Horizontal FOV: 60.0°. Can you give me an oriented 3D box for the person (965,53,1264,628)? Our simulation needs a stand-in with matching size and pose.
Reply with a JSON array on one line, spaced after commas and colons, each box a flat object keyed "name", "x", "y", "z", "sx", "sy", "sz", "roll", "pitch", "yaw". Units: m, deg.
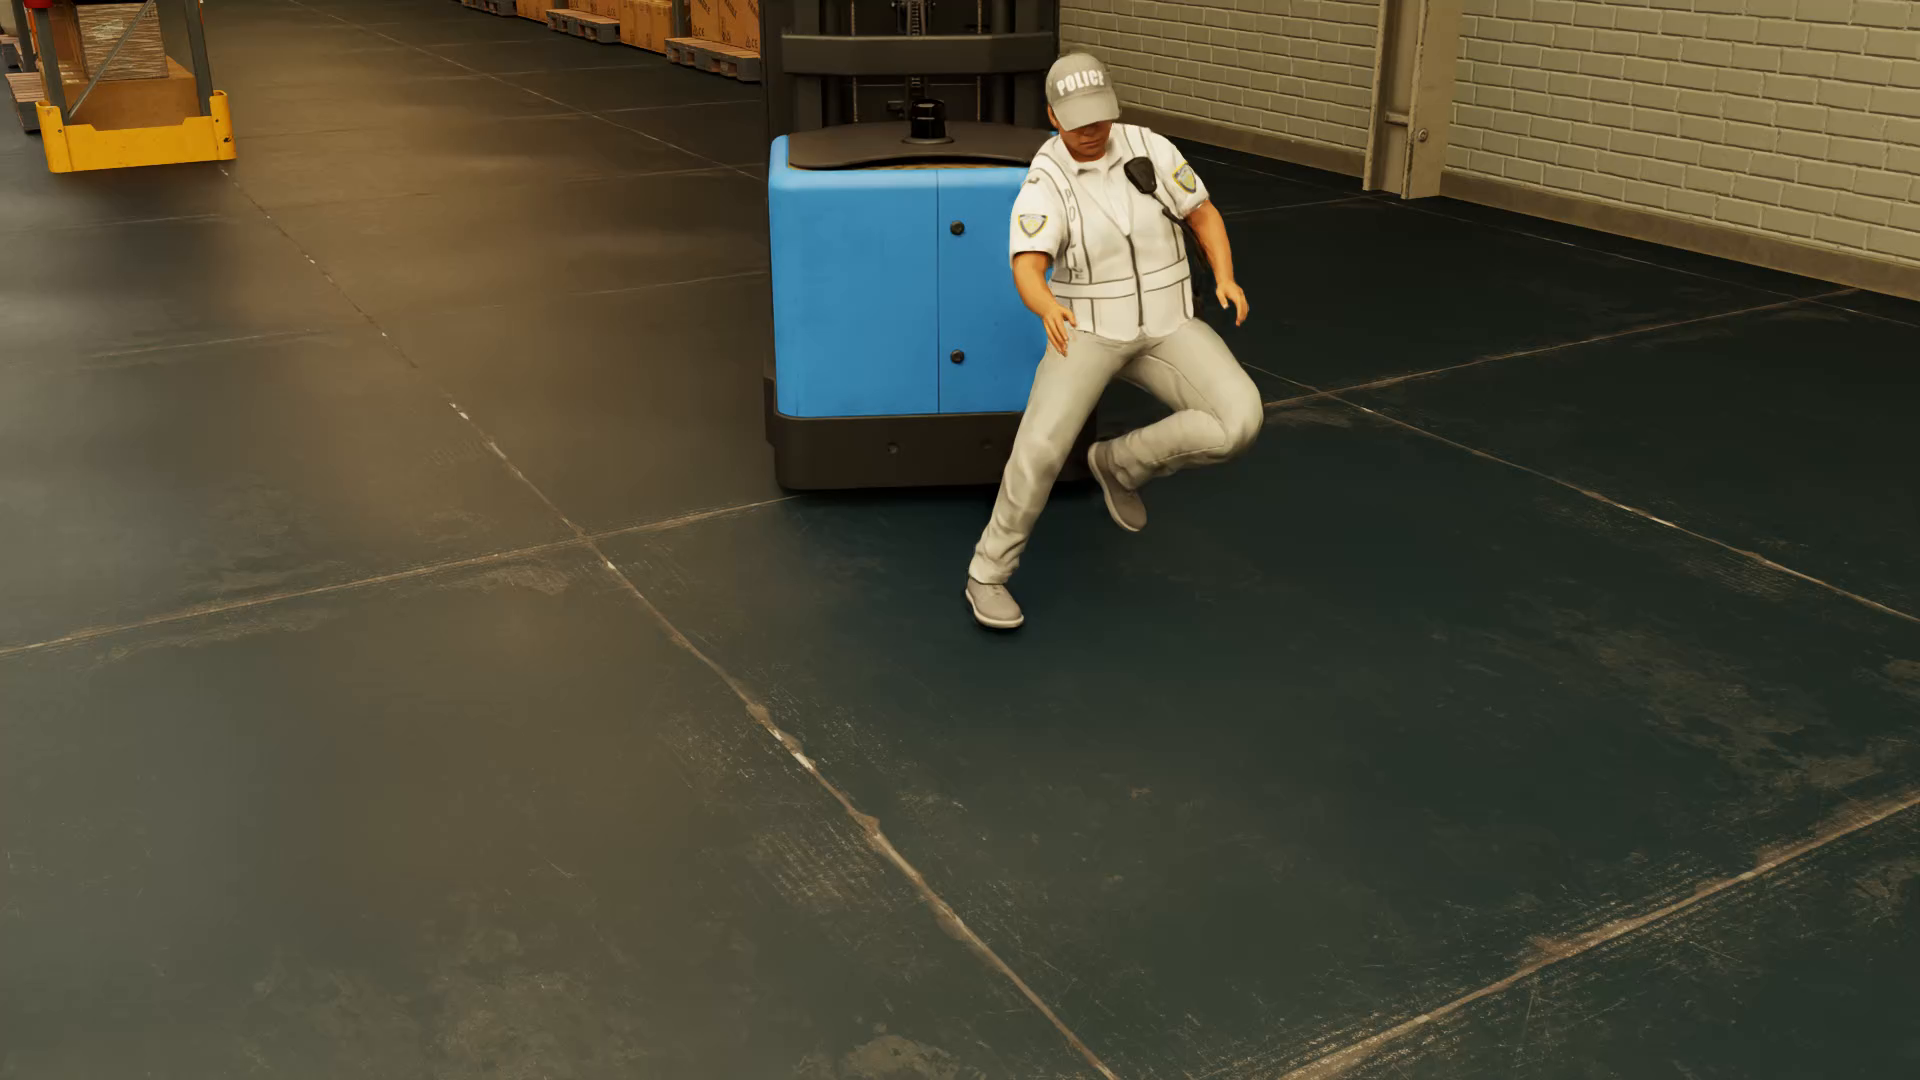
[{"name": "person", "x": 0.404, "y": -0.537, "z": 4.489, "sx": 0.799, "sy": 1.471, "sz": 0.751, "roll": -5, "pitch": 23, "yaw": -12}]

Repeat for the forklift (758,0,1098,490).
[{"name": "forklift", "x": -0.207, "y": -2.036, "z": 6.236, "sx": 1.130, "sy": 2.935, "sz": 3.031, "roll": -2, "pitch": 22, "yaw": -5}]
